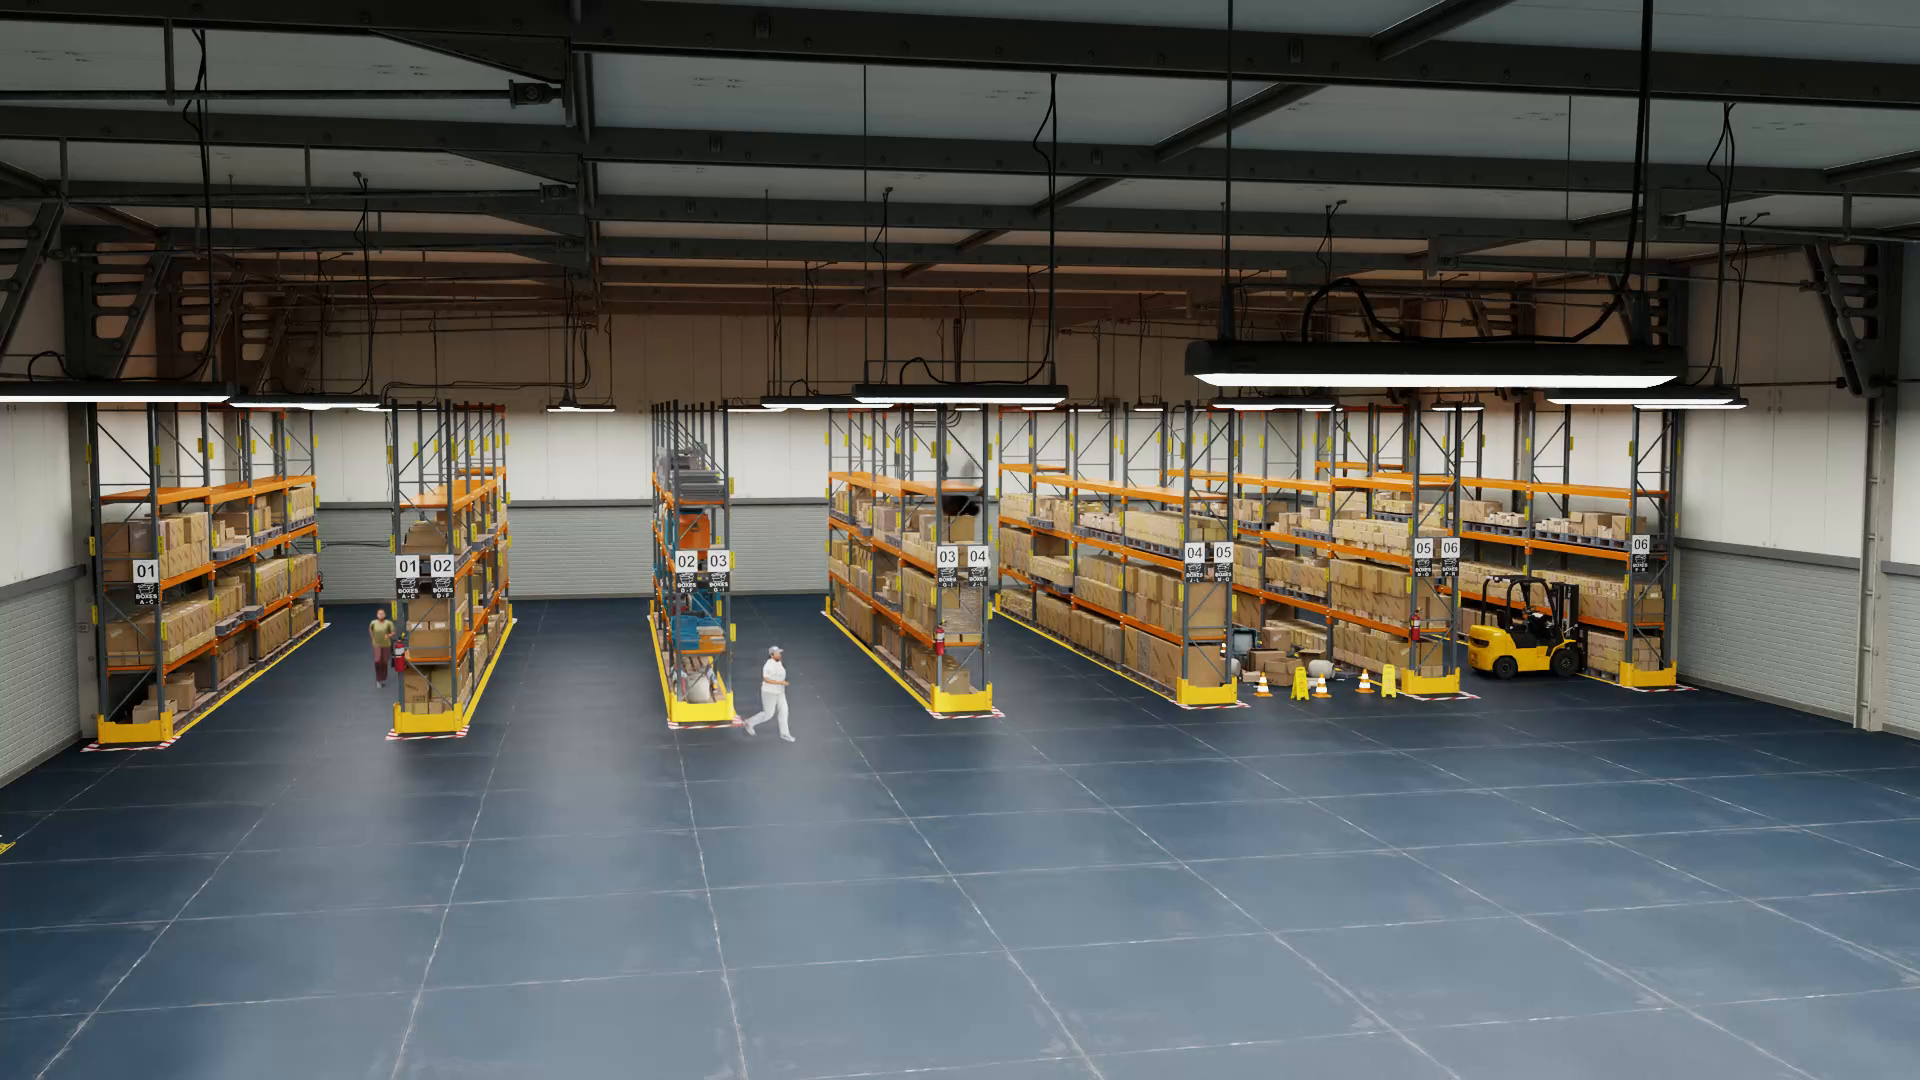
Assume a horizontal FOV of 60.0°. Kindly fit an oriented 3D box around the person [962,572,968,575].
[{"bbox_3d":[0.256,1.171,49.154,0.538,1.716,0.715,-4,6,-39],"label":"person"}]

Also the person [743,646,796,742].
[{"bbox_3d":[-3.326,2.699,29.254,0.914,1.678,0.616,2,5,20],"label":"person"}]

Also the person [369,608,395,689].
[{"bbox_3d":[-12.160,2.266,35.011,0.493,1.700,0.799,-2,5,-22],"label":"person"}]
